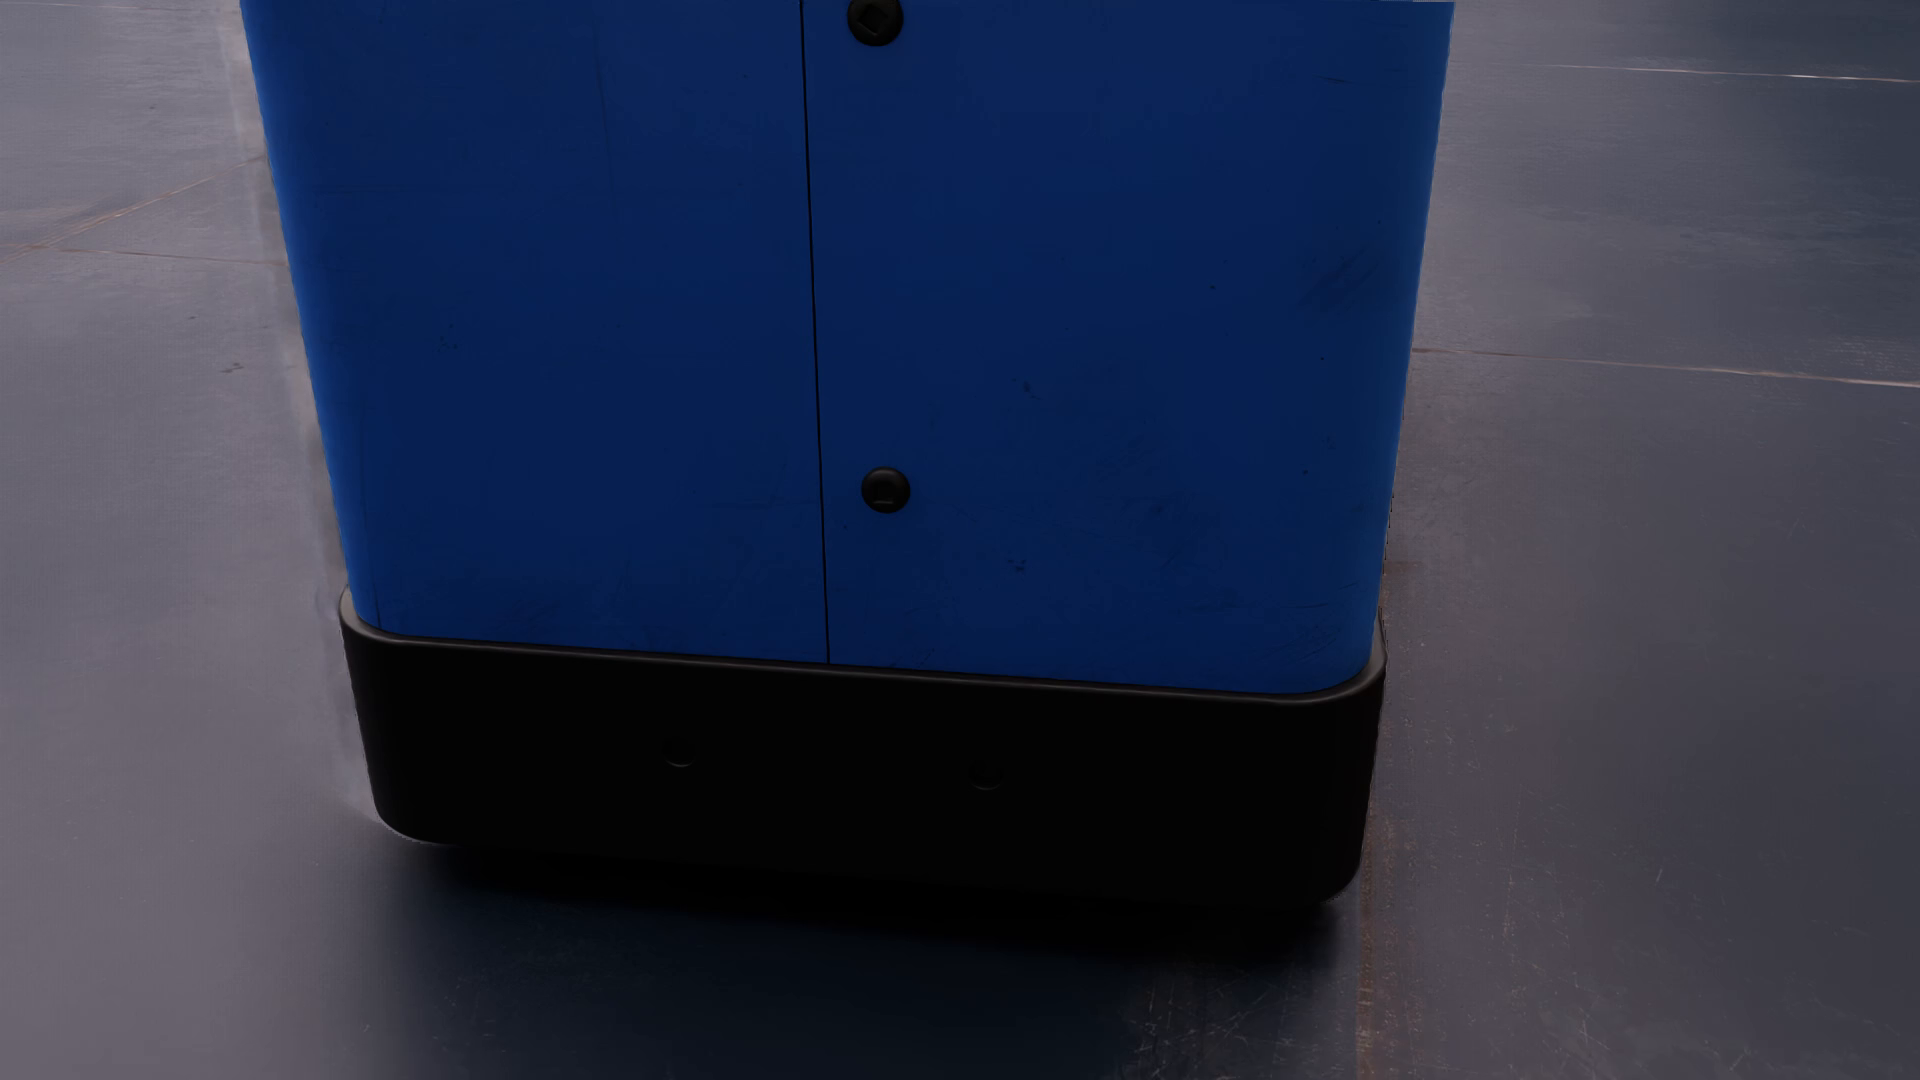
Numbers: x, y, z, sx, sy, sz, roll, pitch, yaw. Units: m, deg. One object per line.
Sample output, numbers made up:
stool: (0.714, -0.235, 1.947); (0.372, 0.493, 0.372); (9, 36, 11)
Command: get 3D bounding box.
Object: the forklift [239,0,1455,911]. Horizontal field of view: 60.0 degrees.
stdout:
forklift: (0.070, -1.583, 2.383); (1.130, 2.935, 3.031); (3, 27, 7)
